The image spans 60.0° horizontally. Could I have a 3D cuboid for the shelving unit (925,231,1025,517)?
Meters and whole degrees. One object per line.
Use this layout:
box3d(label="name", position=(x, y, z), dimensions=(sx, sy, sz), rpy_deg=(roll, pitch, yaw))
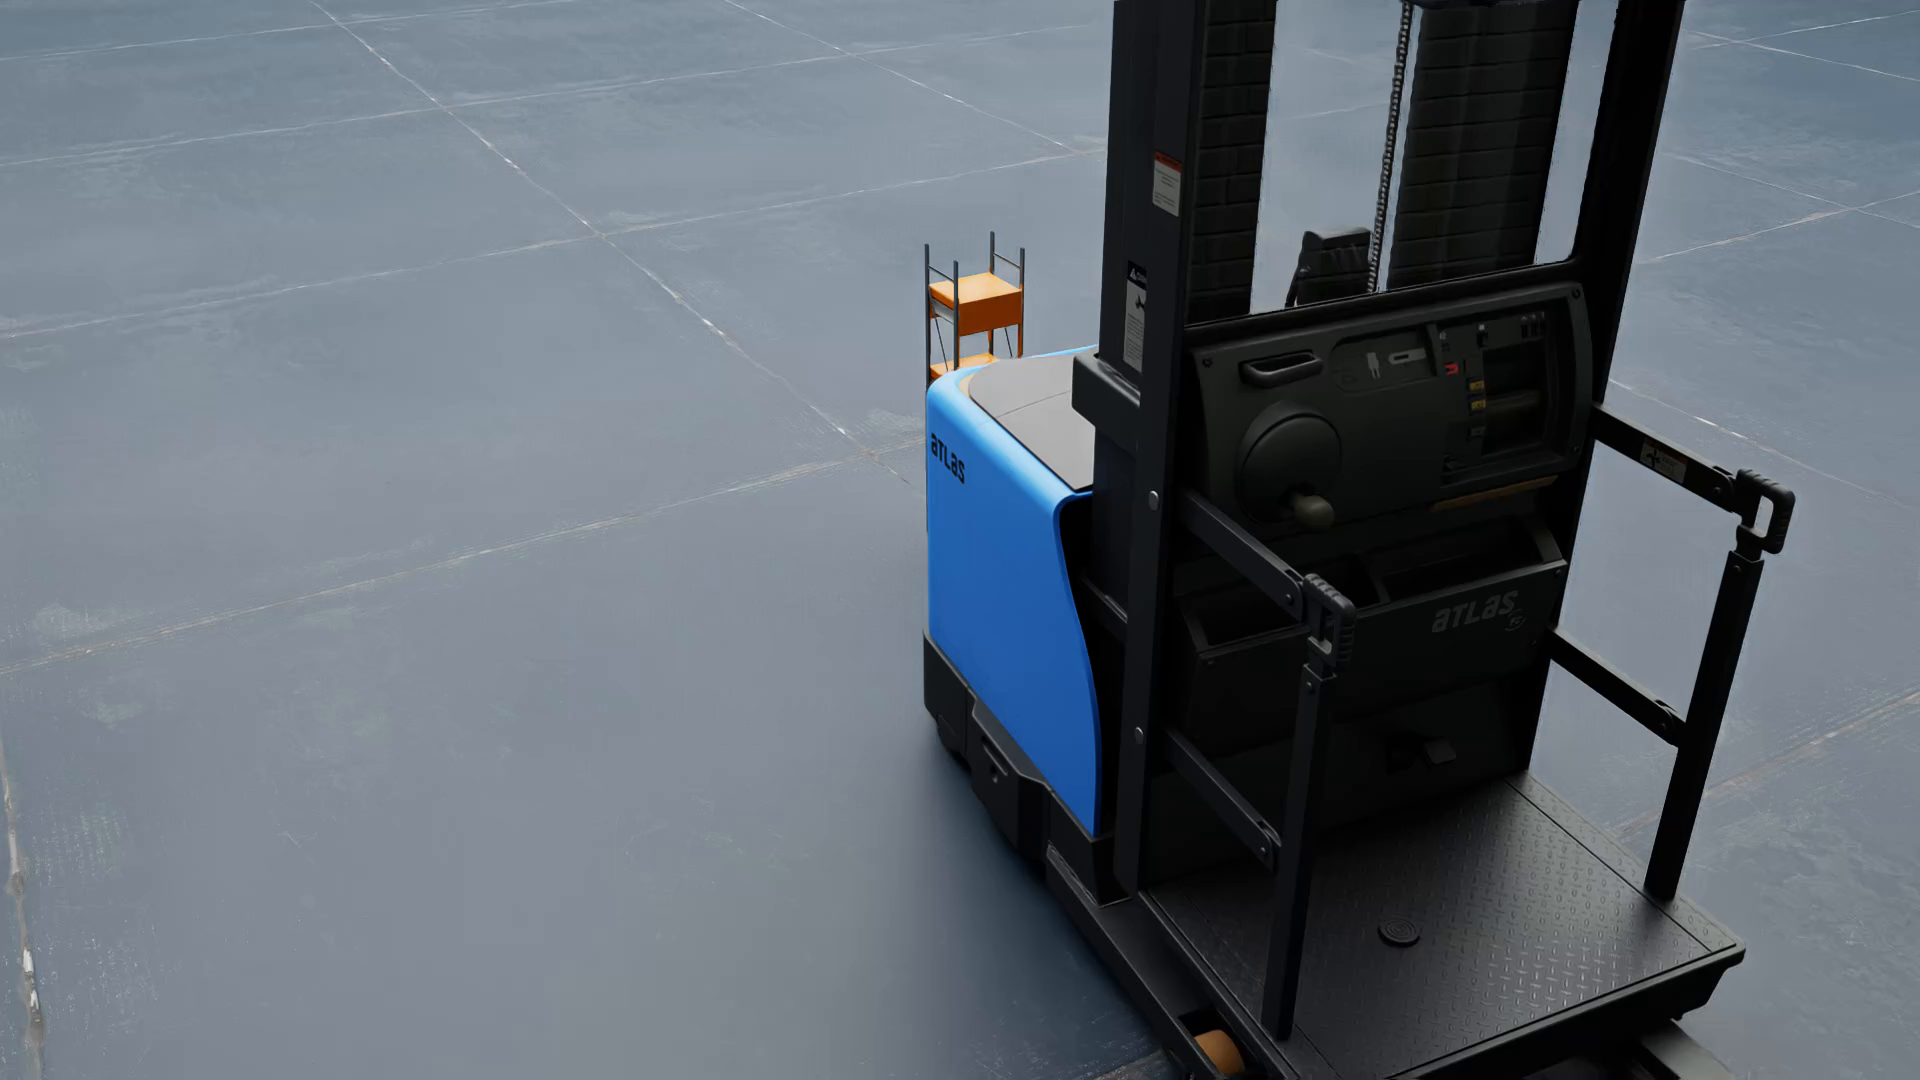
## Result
box3d(label="shelving unit", position=(0.046, -0.473, 5.520), dimensions=(0.252, 1.050, 0.215), rpy_deg=(-16, 33, -26))

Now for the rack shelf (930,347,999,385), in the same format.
box3d(label="rack shelf", position=(0.046, -0.463, 5.525), dimensions=(0.240, 0.259, 0.215), rpy_deg=(-16, 33, -26))

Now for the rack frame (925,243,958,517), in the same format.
box3d(label="rack frame", position=(-0.059, -0.443, 5.466), dimensions=(0.008, 1.050, 0.200), rpy_deg=(-16, 33, -26))

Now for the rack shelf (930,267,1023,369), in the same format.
box3d(label="rack shelf", position=(0.046, -0.712, 5.388), dimensions=(0.240, 0.259, 0.215), rpy_deg=(-16, 33, -26))

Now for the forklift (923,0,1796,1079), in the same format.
box3d(label="forklift", position=(0.961, -0.222, 3.119), dimensions=(1.130, 2.935, 3.031), rpy_deg=(-12, 31, -21))

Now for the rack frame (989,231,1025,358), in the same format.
box3d(label="rack frame", position=(0.151, -0.503, 5.574), dimensions=(0.008, 1.050, 0.200), rpy_deg=(-16, 33, -26))
